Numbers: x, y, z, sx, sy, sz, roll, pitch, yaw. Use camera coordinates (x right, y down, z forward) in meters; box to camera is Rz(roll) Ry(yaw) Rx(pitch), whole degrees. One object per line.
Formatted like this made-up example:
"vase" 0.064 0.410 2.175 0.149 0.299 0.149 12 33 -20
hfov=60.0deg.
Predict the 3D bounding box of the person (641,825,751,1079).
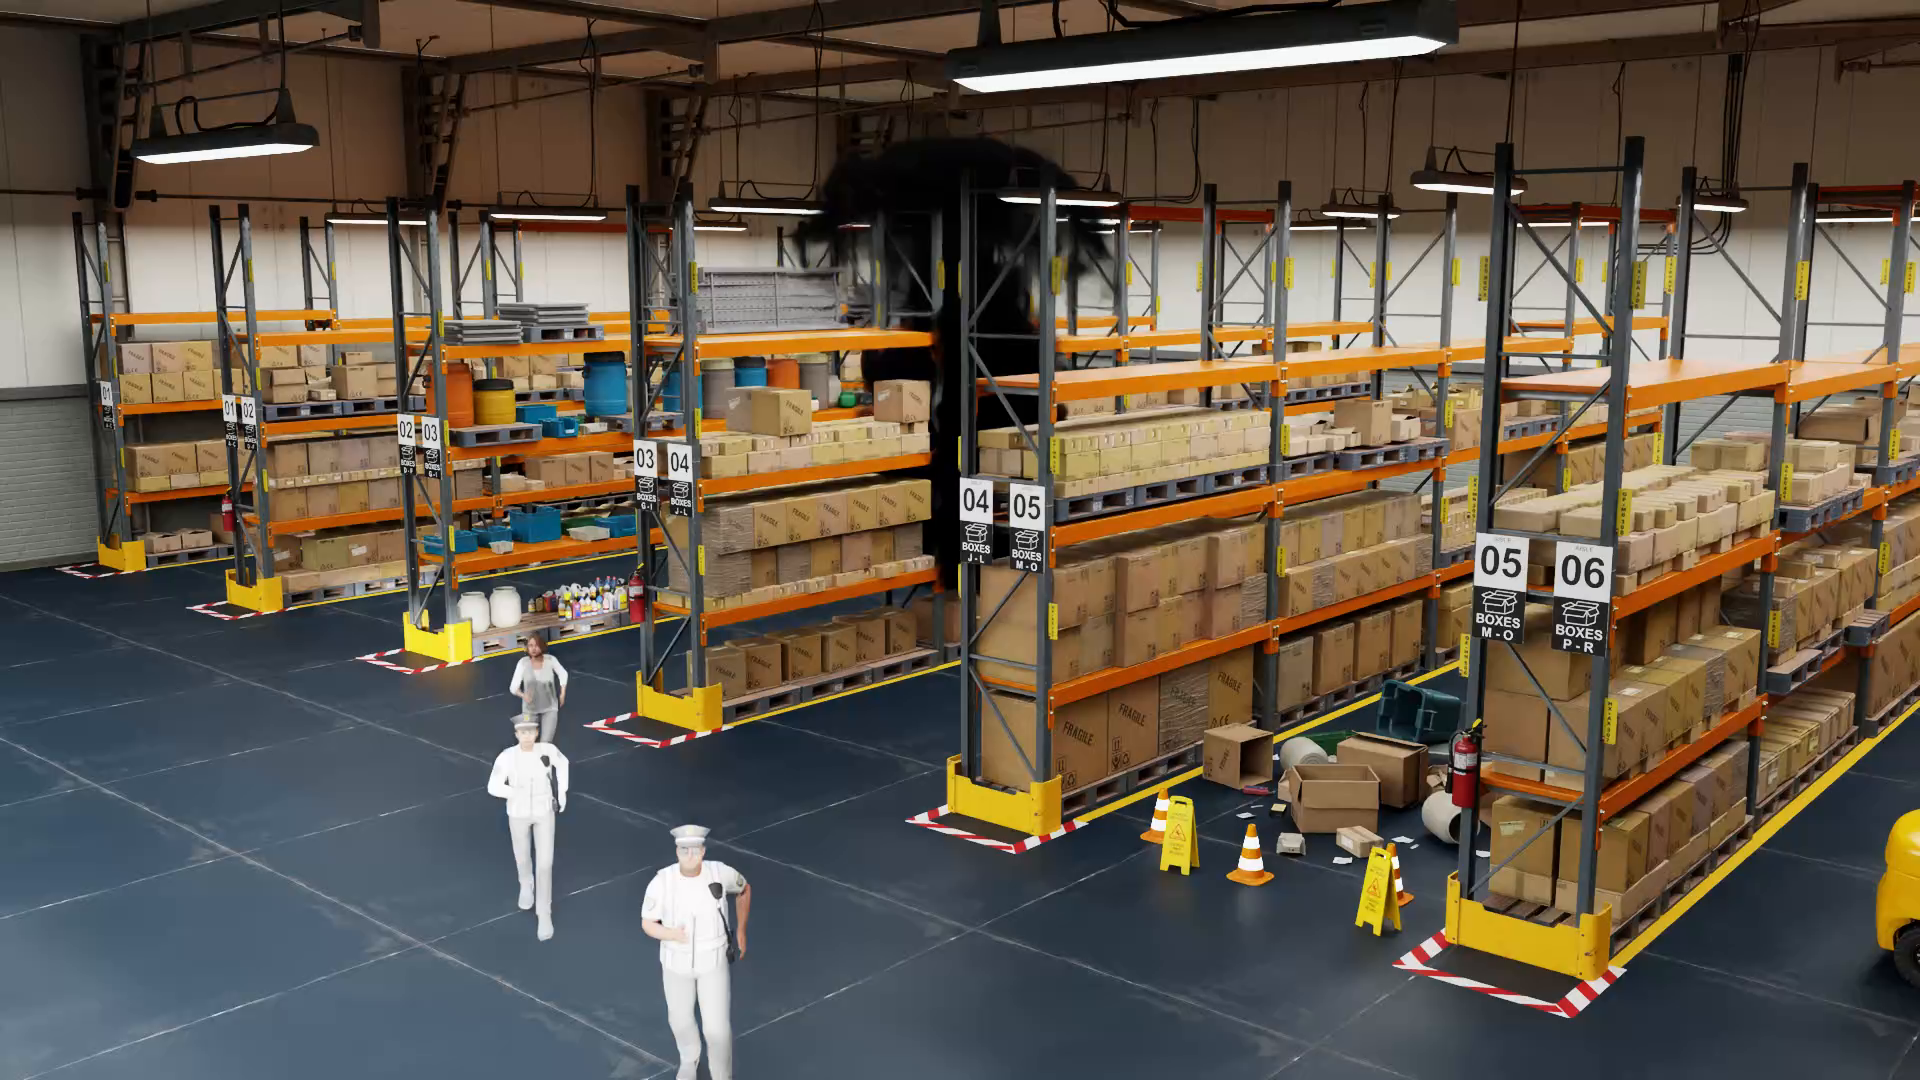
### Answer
"person" -1.620 2.631 10.243 0.650 1.847 0.752 -1 9 -4

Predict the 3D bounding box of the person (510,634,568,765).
"person" -4.129 1.688 16.369 0.550 1.600 0.873 -2 10 -11

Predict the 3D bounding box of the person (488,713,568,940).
"person" -3.373 2.177 13.059 0.612 1.747 0.806 -2 10 -14

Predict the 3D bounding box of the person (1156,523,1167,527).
"person" 2.752 0.572 22.900 0.587 1.660 0.610 7 12 37
